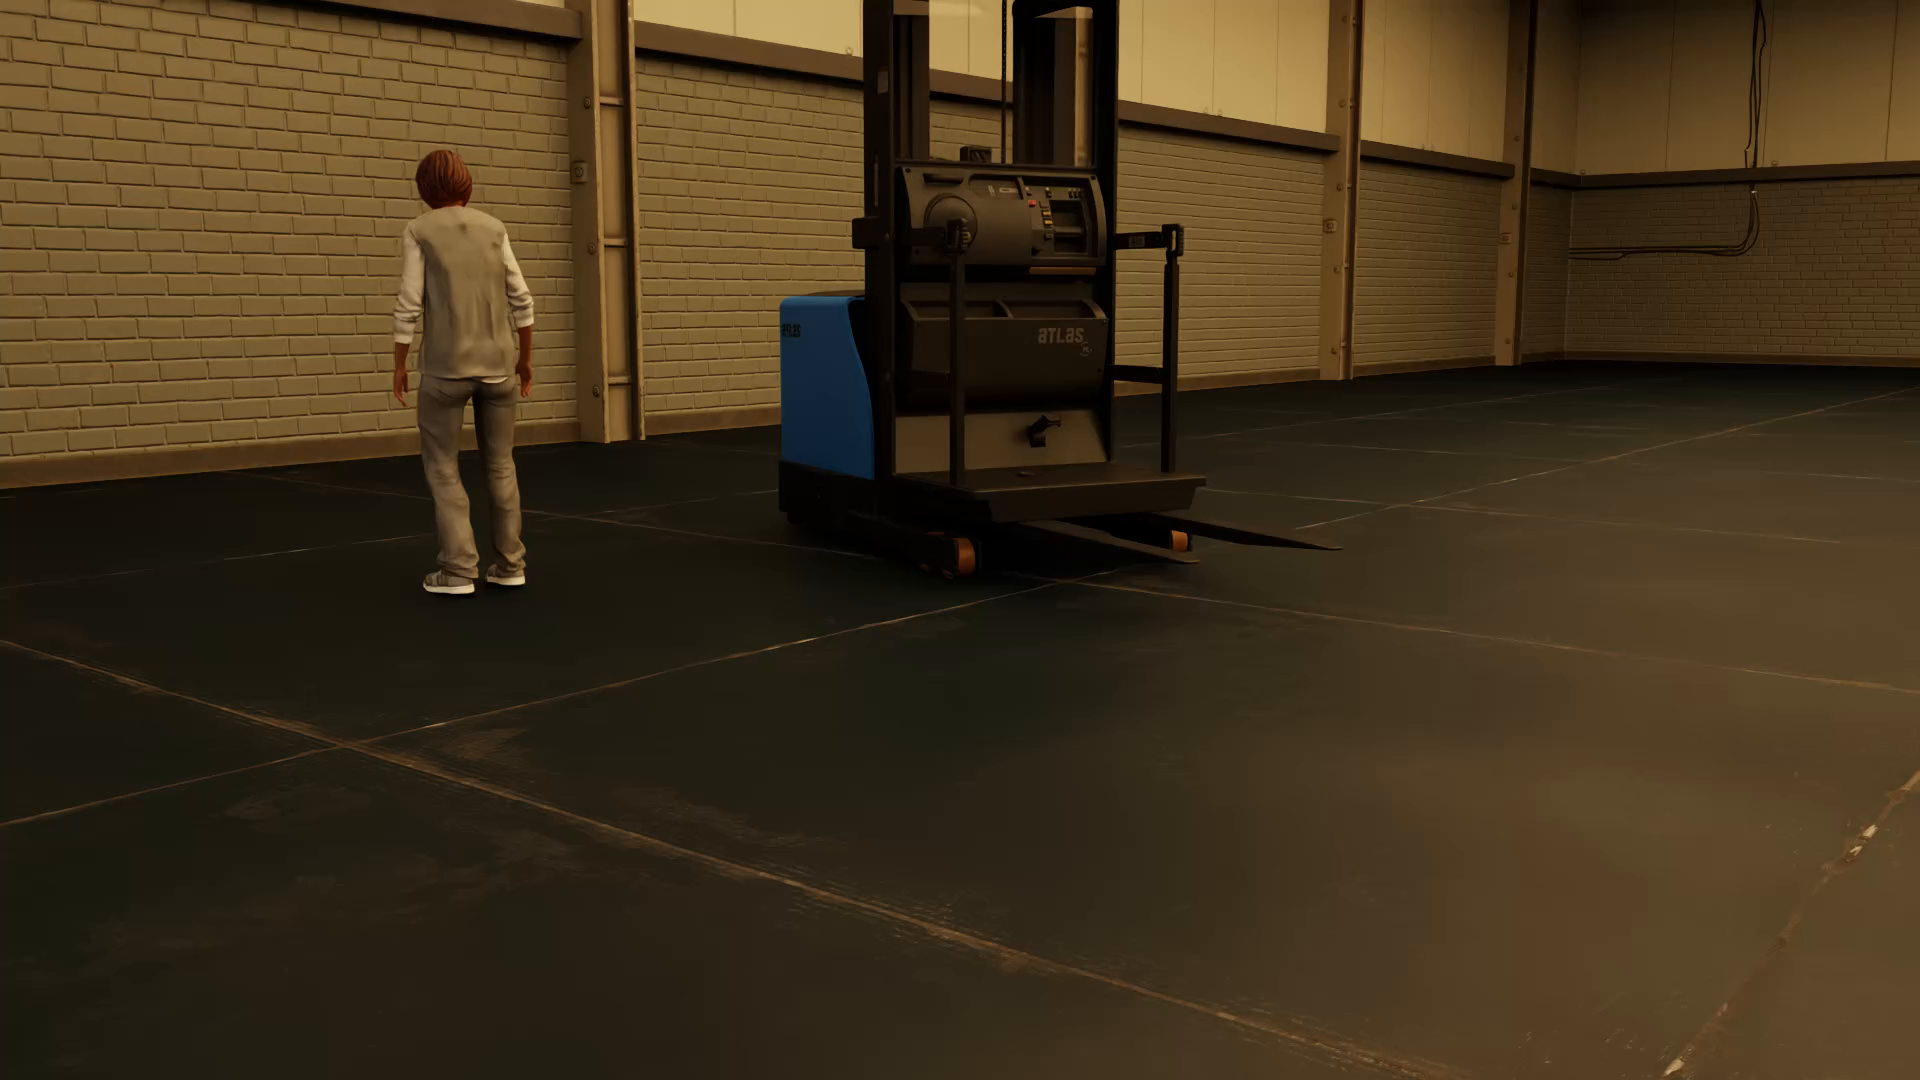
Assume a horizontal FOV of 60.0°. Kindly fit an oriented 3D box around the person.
[{"bbox_3d":[-1.796,-0.599,6.019,0.523,1.589,0.371,-6,10,-37],"label":"person"}]

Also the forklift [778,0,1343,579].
[{"bbox_3d":[0.294,-1.373,6.664,1.130,2.935,3.031,-5,9,-28],"label":"forklift"}]
